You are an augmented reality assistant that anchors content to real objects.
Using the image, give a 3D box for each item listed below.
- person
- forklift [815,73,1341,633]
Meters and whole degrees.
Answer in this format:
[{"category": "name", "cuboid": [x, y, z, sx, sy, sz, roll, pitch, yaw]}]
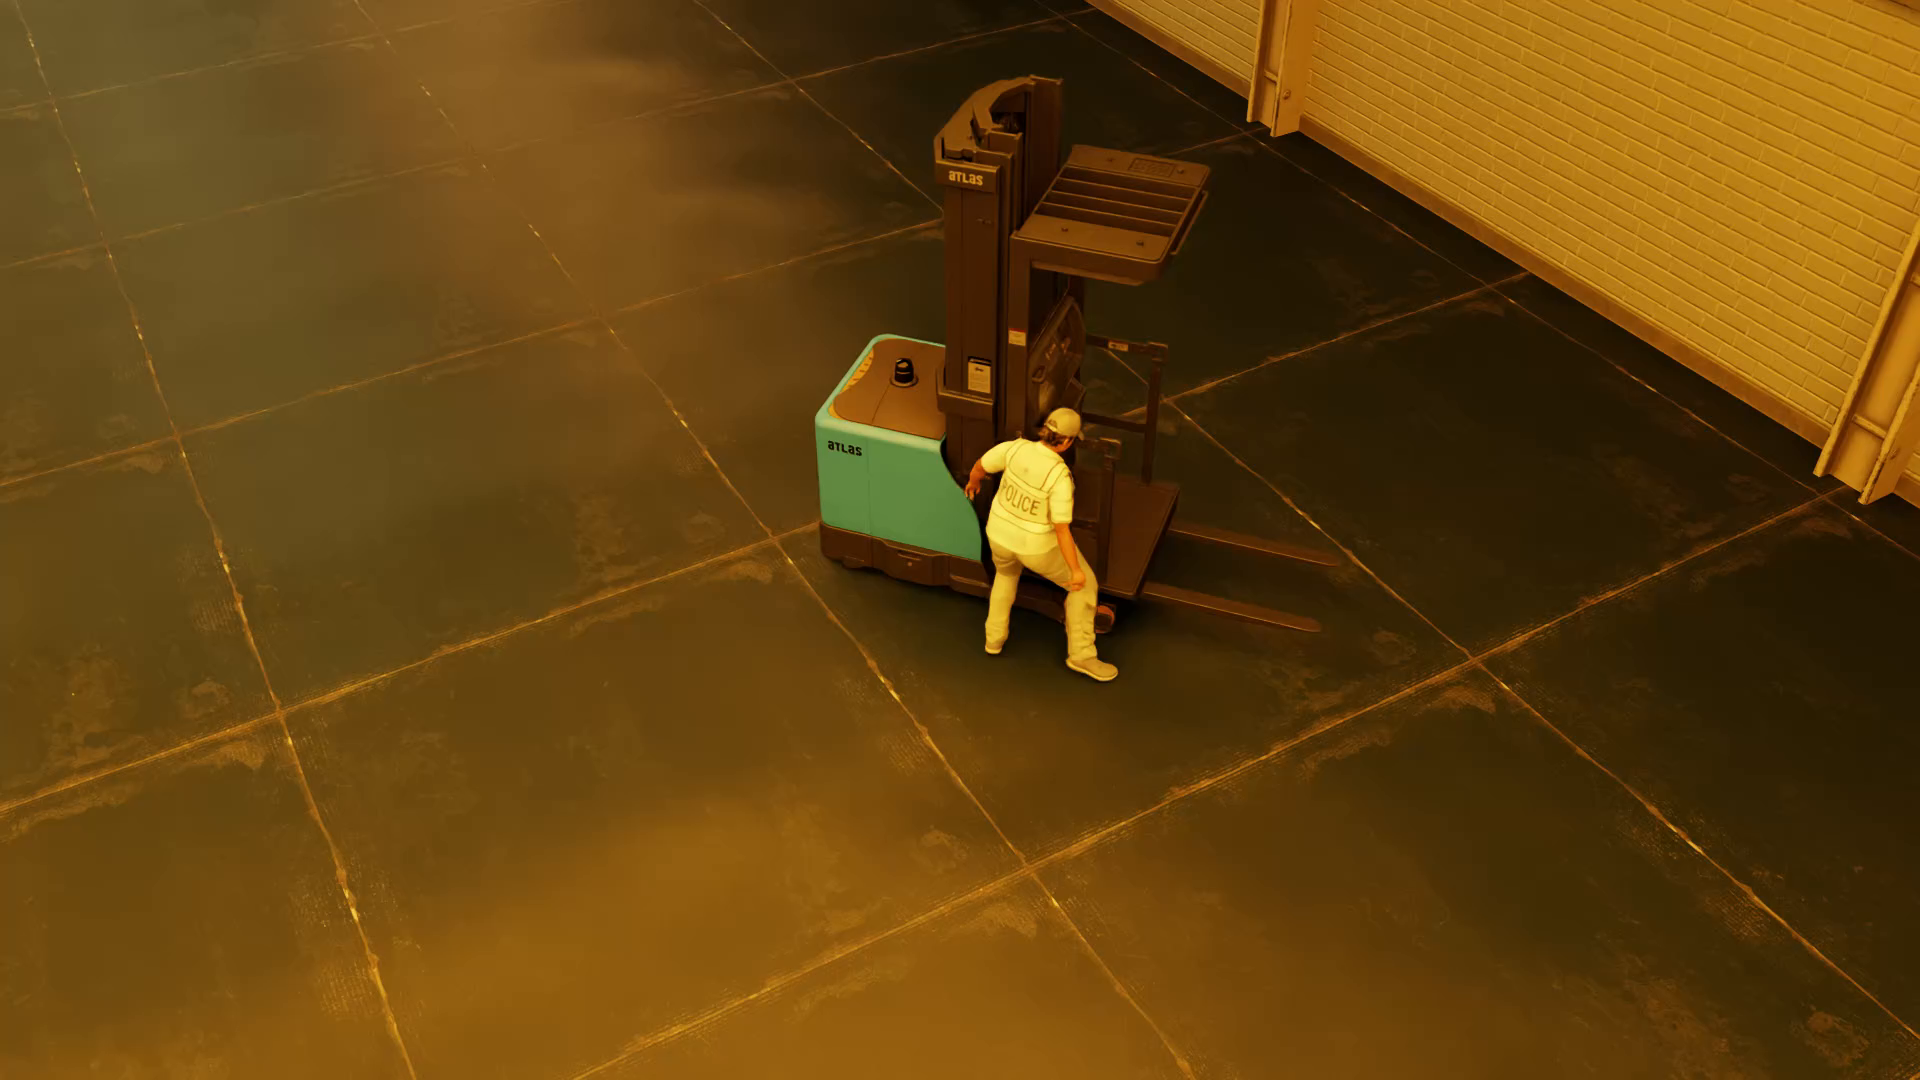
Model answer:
[{"category": "person", "cuboid": [0.447, -0.006, 9.109, 1.061, 1.612, 0.521, 27, 47, 29]}, {"category": "forklift", "cuboid": [0.722, -0.971, 9.206, 3.031, 2.935, 1.130, 13, 41, 15]}]
